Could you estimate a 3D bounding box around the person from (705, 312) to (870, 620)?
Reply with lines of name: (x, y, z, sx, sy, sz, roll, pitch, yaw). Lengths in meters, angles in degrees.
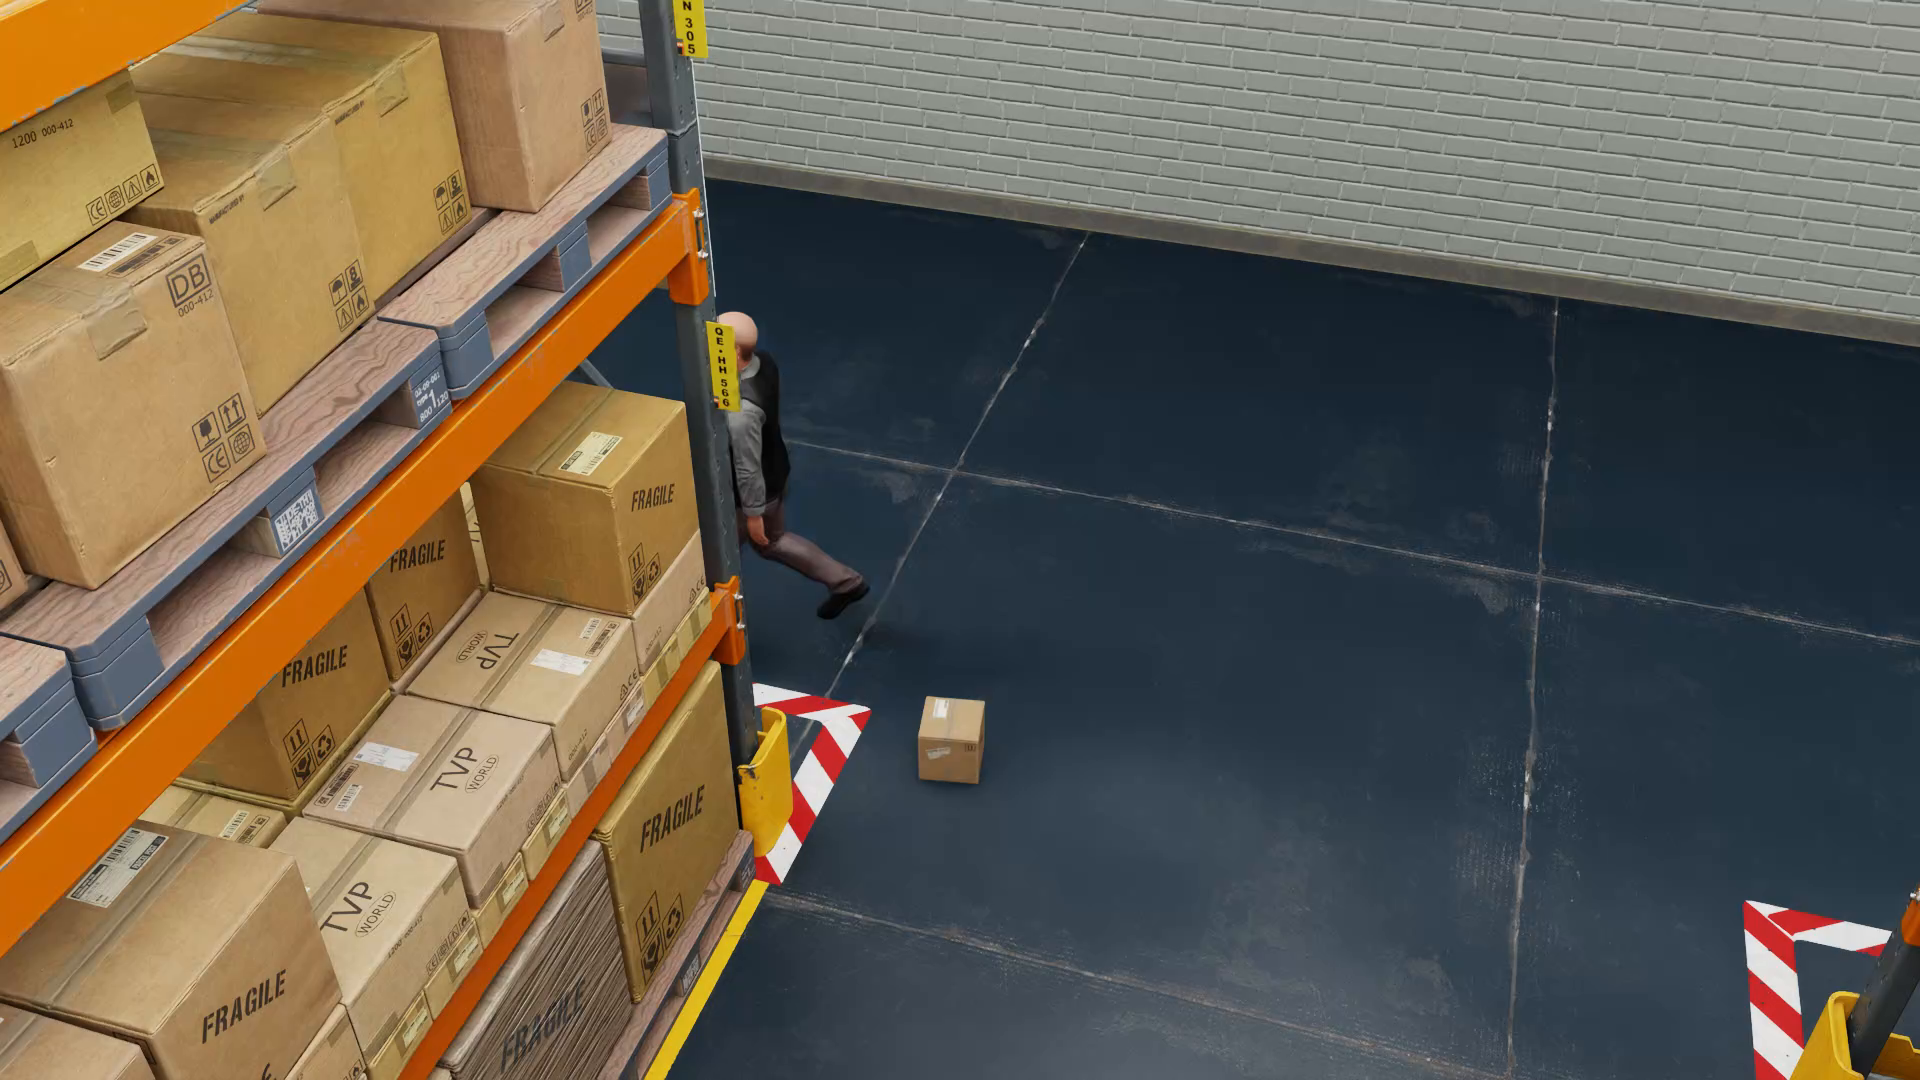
person: (-0.875, -0.232, 7.221, 0.905, 1.694, 0.532, 4, 37, 6)
